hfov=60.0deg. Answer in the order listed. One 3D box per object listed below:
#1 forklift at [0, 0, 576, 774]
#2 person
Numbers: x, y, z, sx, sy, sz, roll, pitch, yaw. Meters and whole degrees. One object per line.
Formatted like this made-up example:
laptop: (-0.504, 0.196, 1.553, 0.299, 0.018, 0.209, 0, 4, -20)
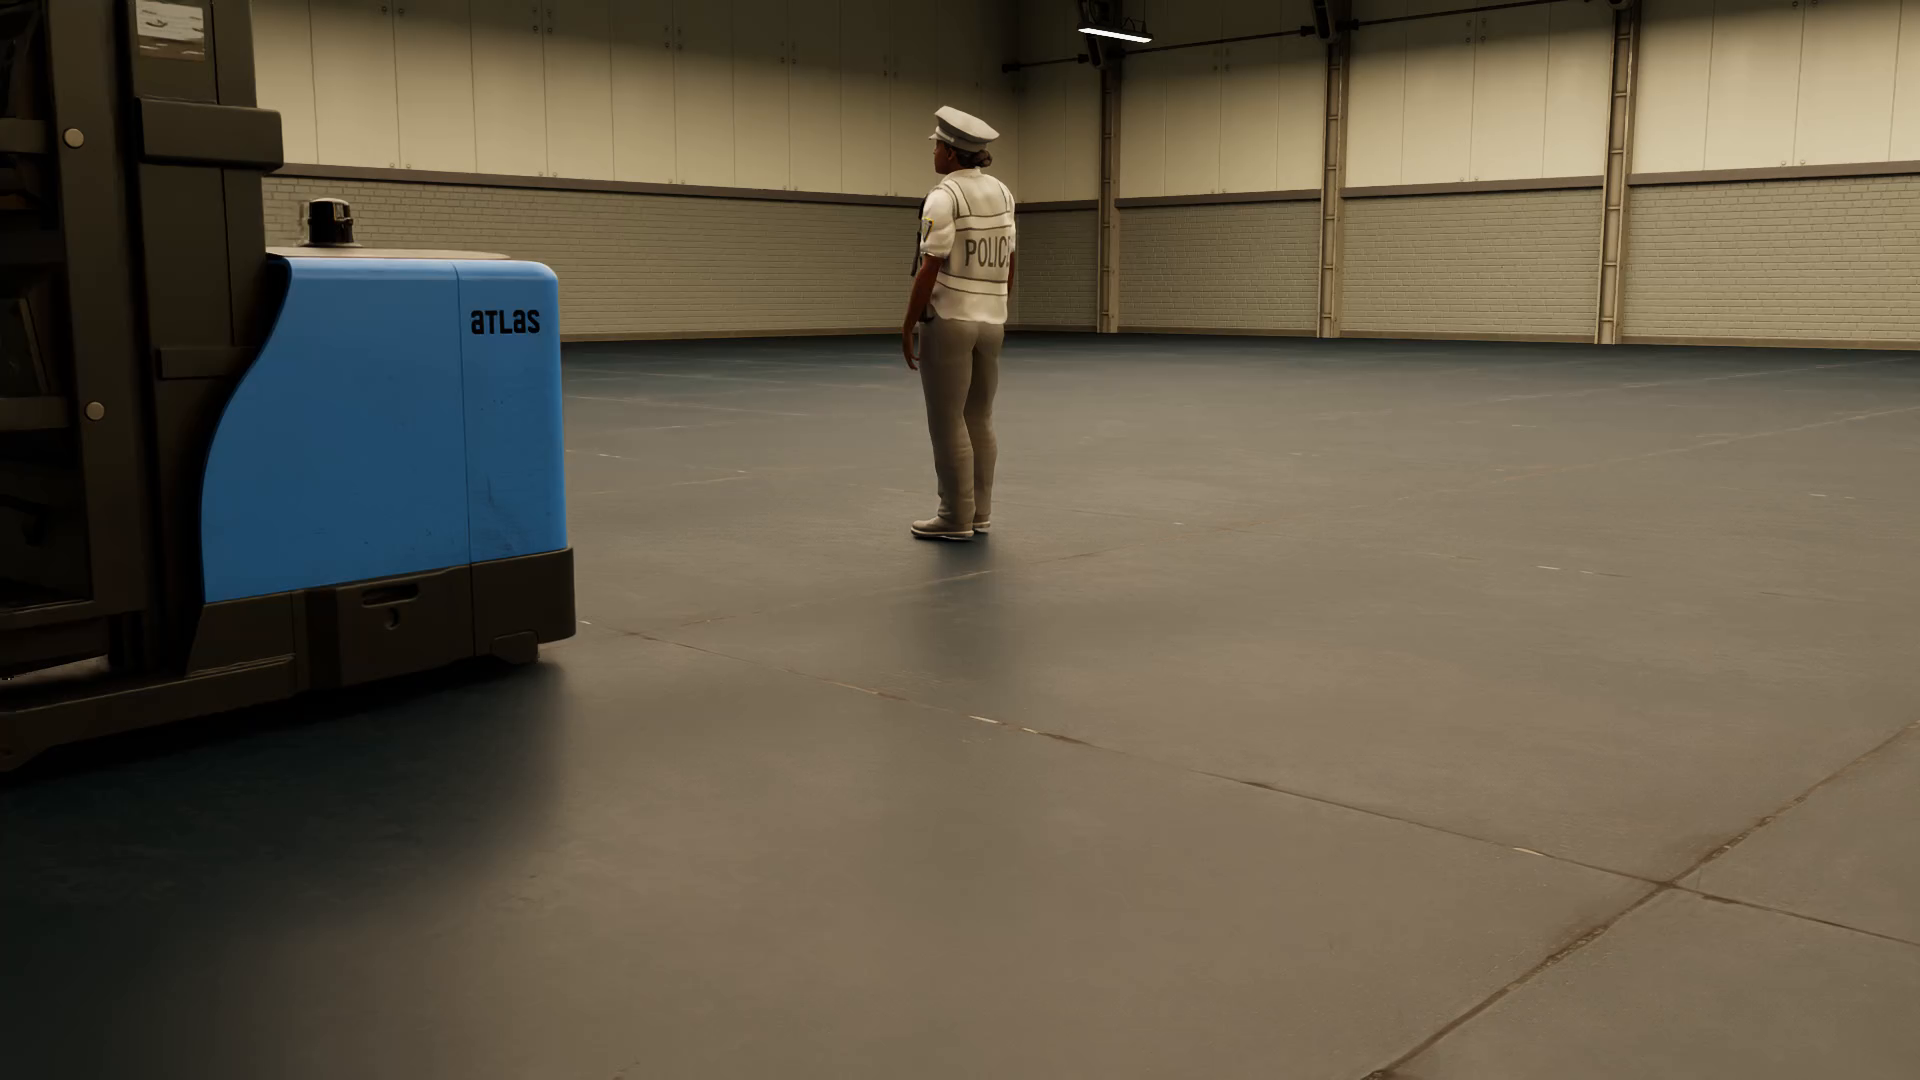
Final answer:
forklift: (-2.355, -0.995, 3.478, 1.130, 2.935, 3.031, 7, 11, 38)
person: (-0.041, -0.855, 6.655, 0.528, 1.697, 0.570, 8, 12, 43)
